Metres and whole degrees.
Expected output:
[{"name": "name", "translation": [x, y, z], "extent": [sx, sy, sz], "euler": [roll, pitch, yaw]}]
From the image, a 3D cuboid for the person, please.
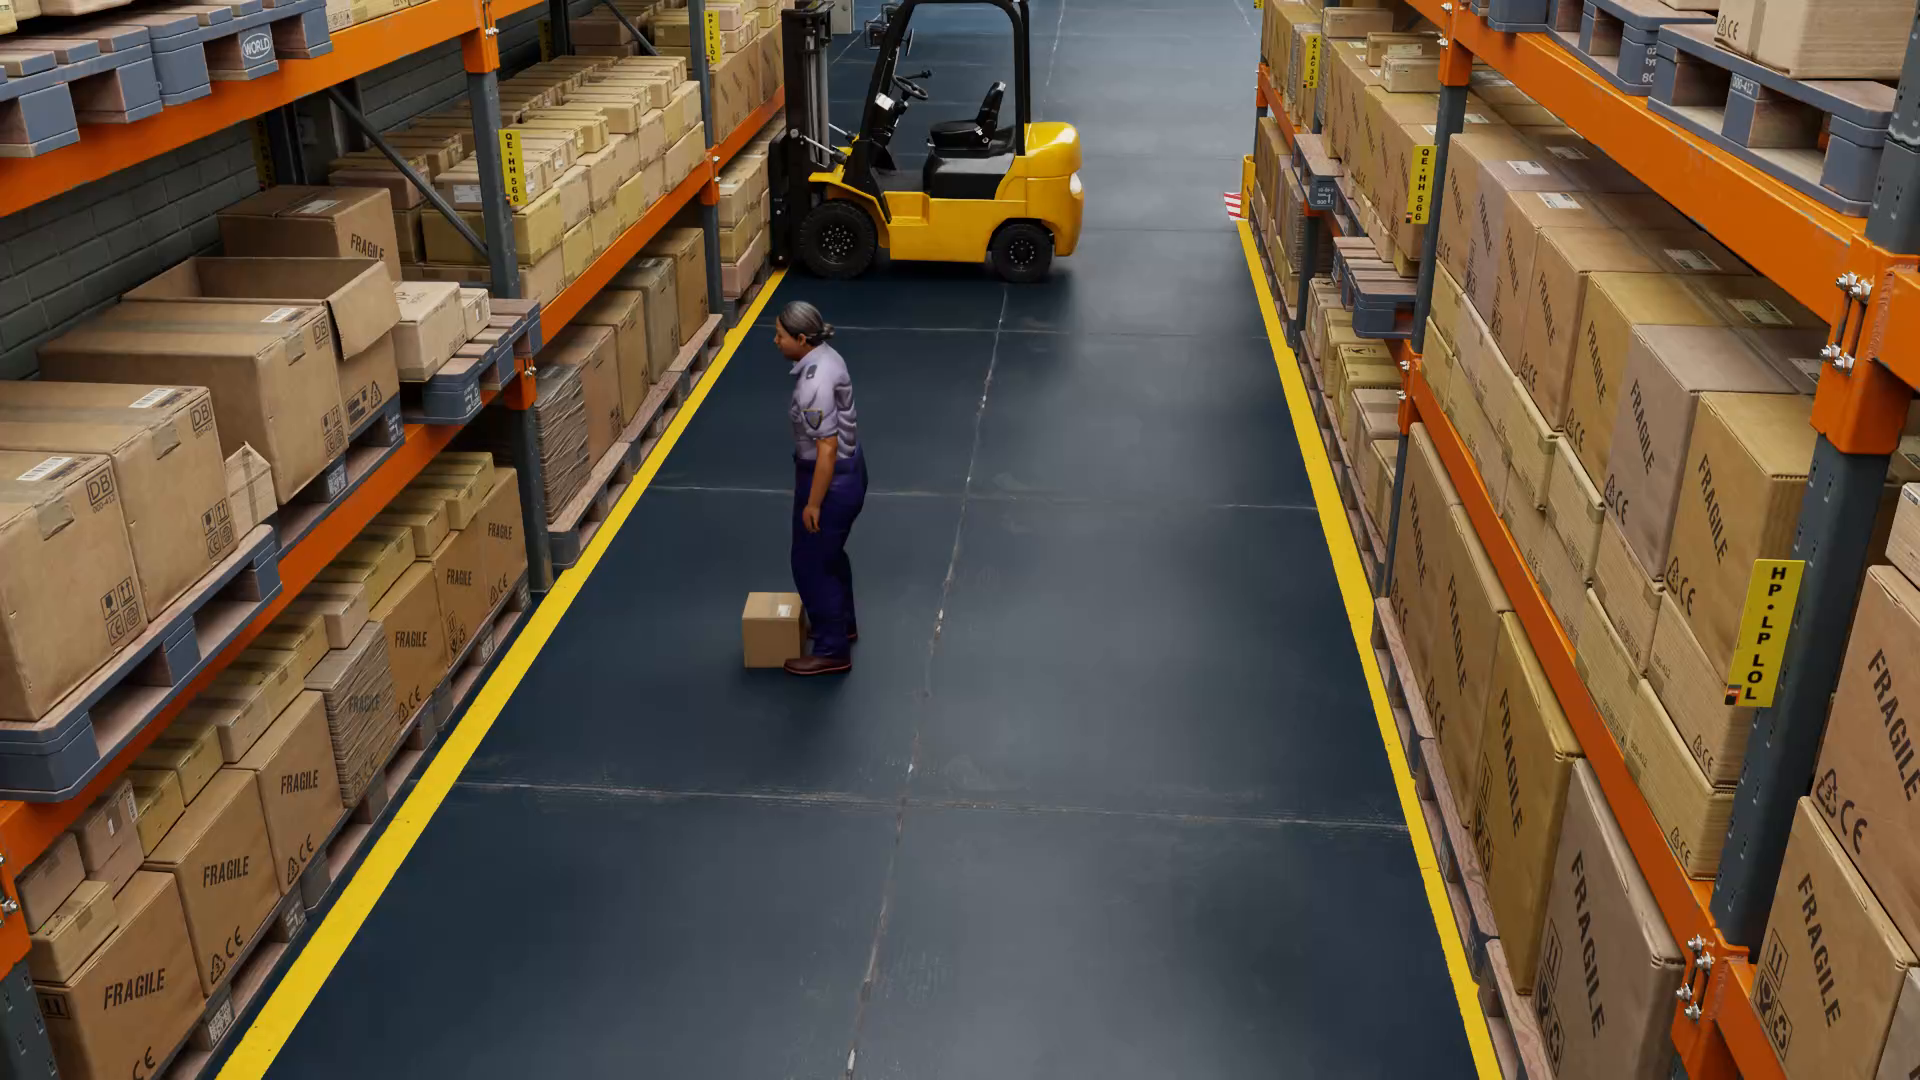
[{"name": "person", "translation": [-0.595, -0.233, 7.124], "extent": [0.355, 1.650, 0.546], "euler": [1, 25, 2]}]
